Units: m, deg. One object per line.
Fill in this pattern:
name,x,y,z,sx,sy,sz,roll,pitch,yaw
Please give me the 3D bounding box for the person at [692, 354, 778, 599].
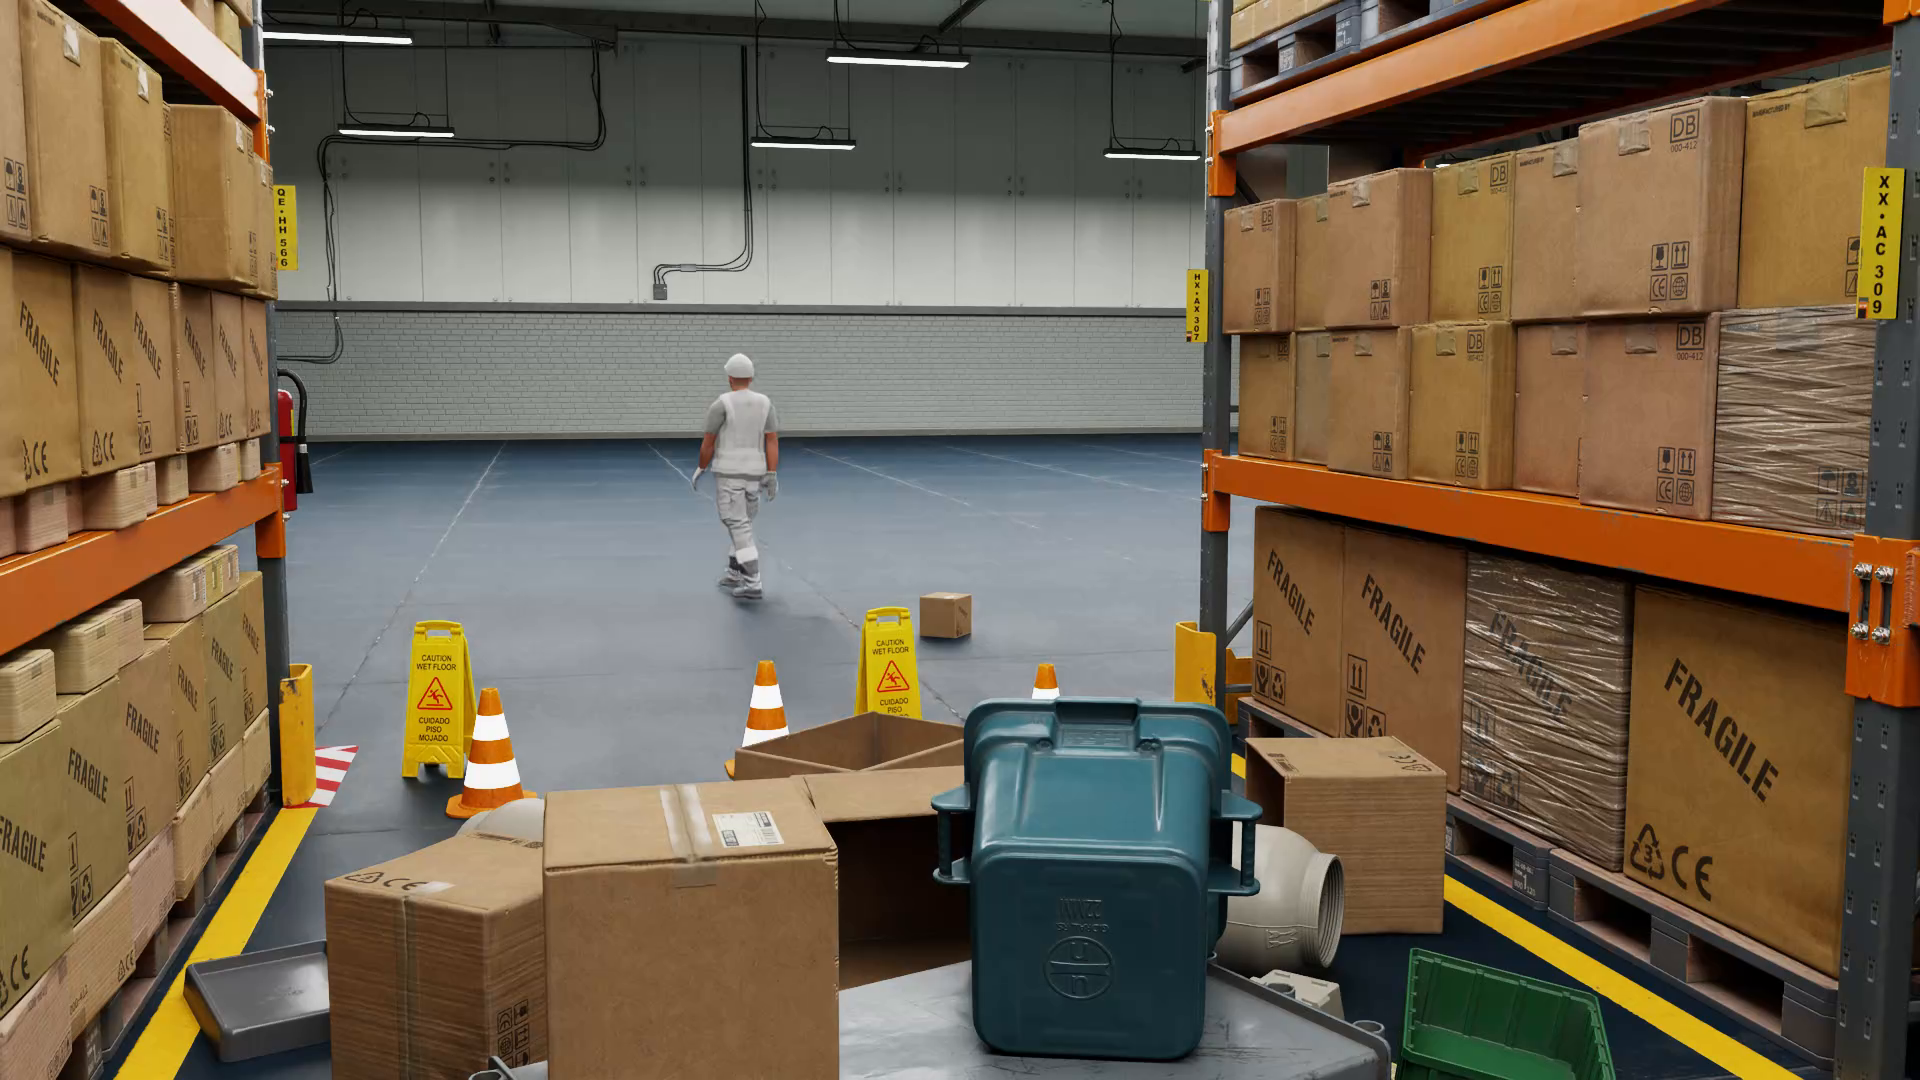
person,-1.674,-0.479,12.143,0.532,1.752,0.920,-5,8,-37
